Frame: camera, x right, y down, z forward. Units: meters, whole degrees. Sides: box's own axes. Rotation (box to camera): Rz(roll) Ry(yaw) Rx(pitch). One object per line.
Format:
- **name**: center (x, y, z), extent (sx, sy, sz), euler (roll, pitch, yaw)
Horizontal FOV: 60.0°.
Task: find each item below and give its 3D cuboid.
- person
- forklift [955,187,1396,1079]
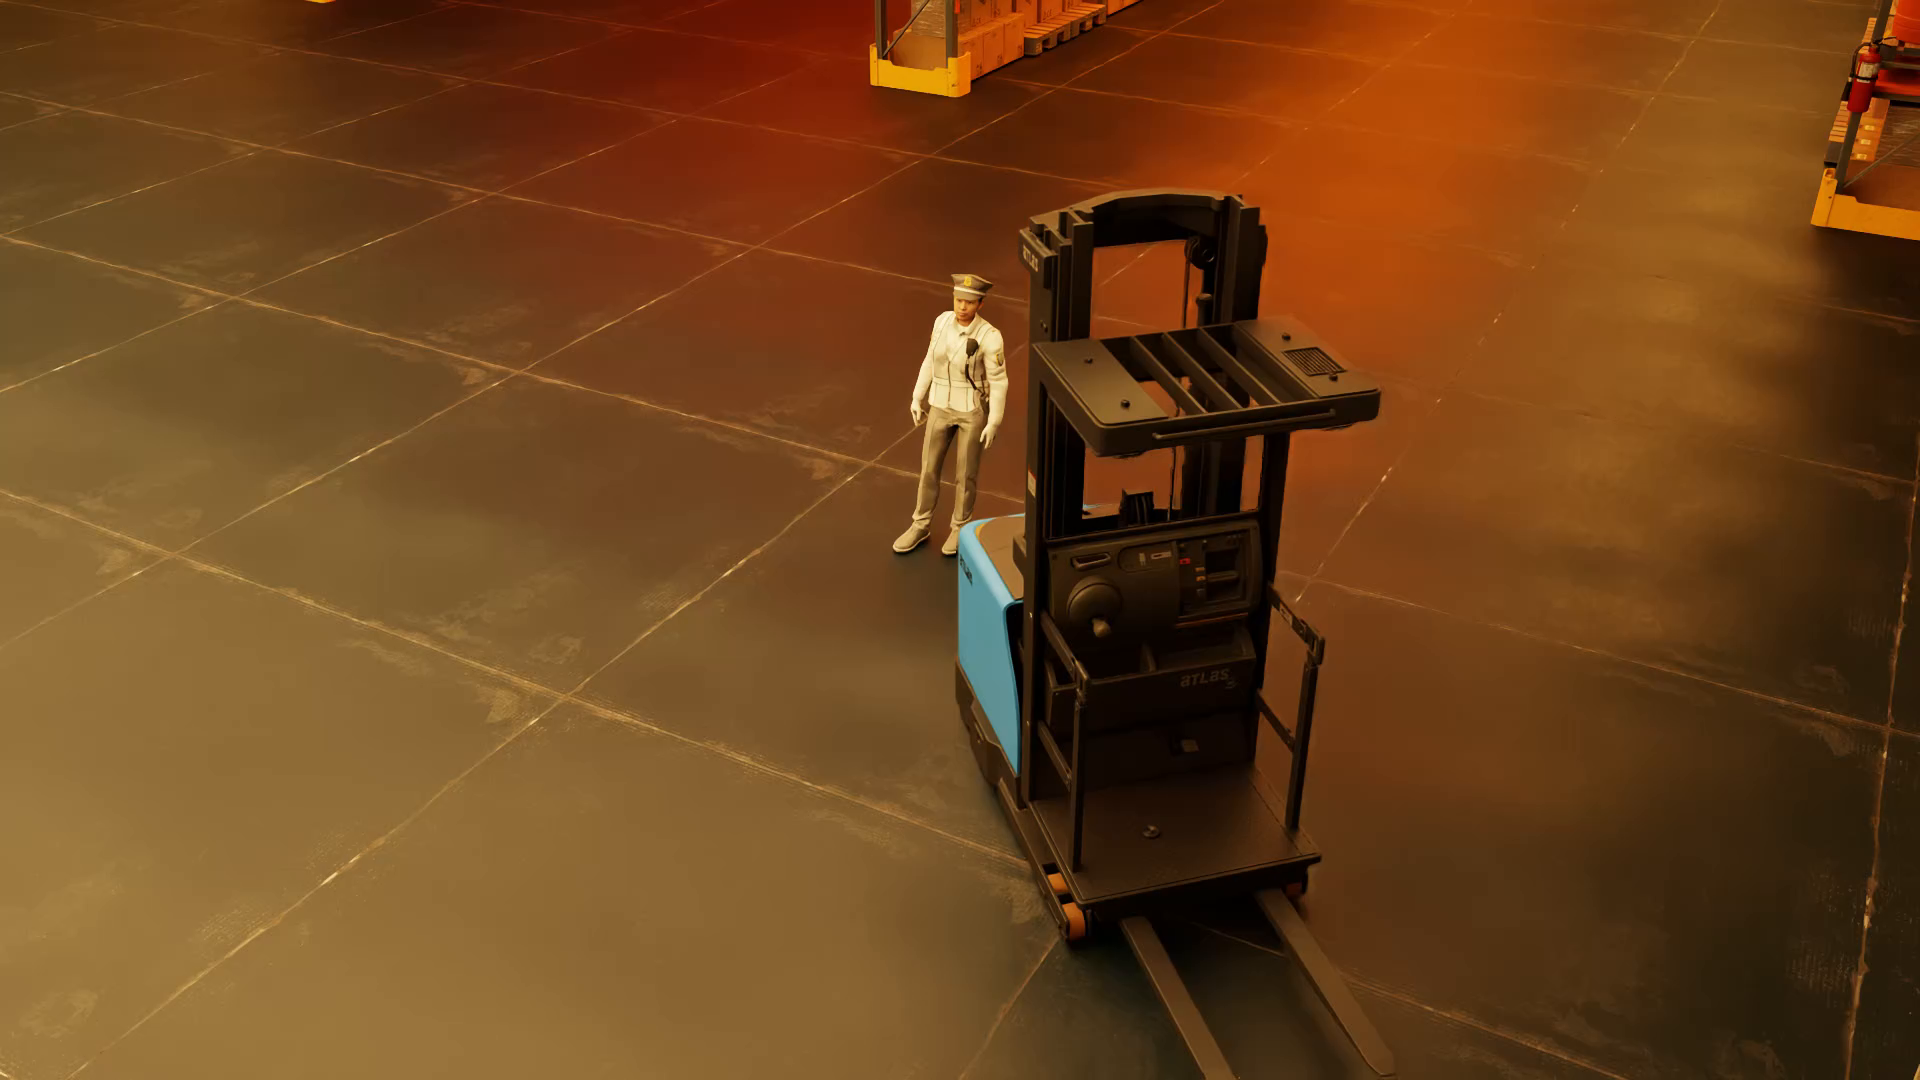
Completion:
- **person**: center (-0.039, -0.712, 9.526), extent (0.587, 1.694, 0.530), euler (15, 33, 25)
- **forklift**: center (0.875, 0.213, 6.702), extent (1.130, 2.935, 3.031), euler (-8, 31, -14)
